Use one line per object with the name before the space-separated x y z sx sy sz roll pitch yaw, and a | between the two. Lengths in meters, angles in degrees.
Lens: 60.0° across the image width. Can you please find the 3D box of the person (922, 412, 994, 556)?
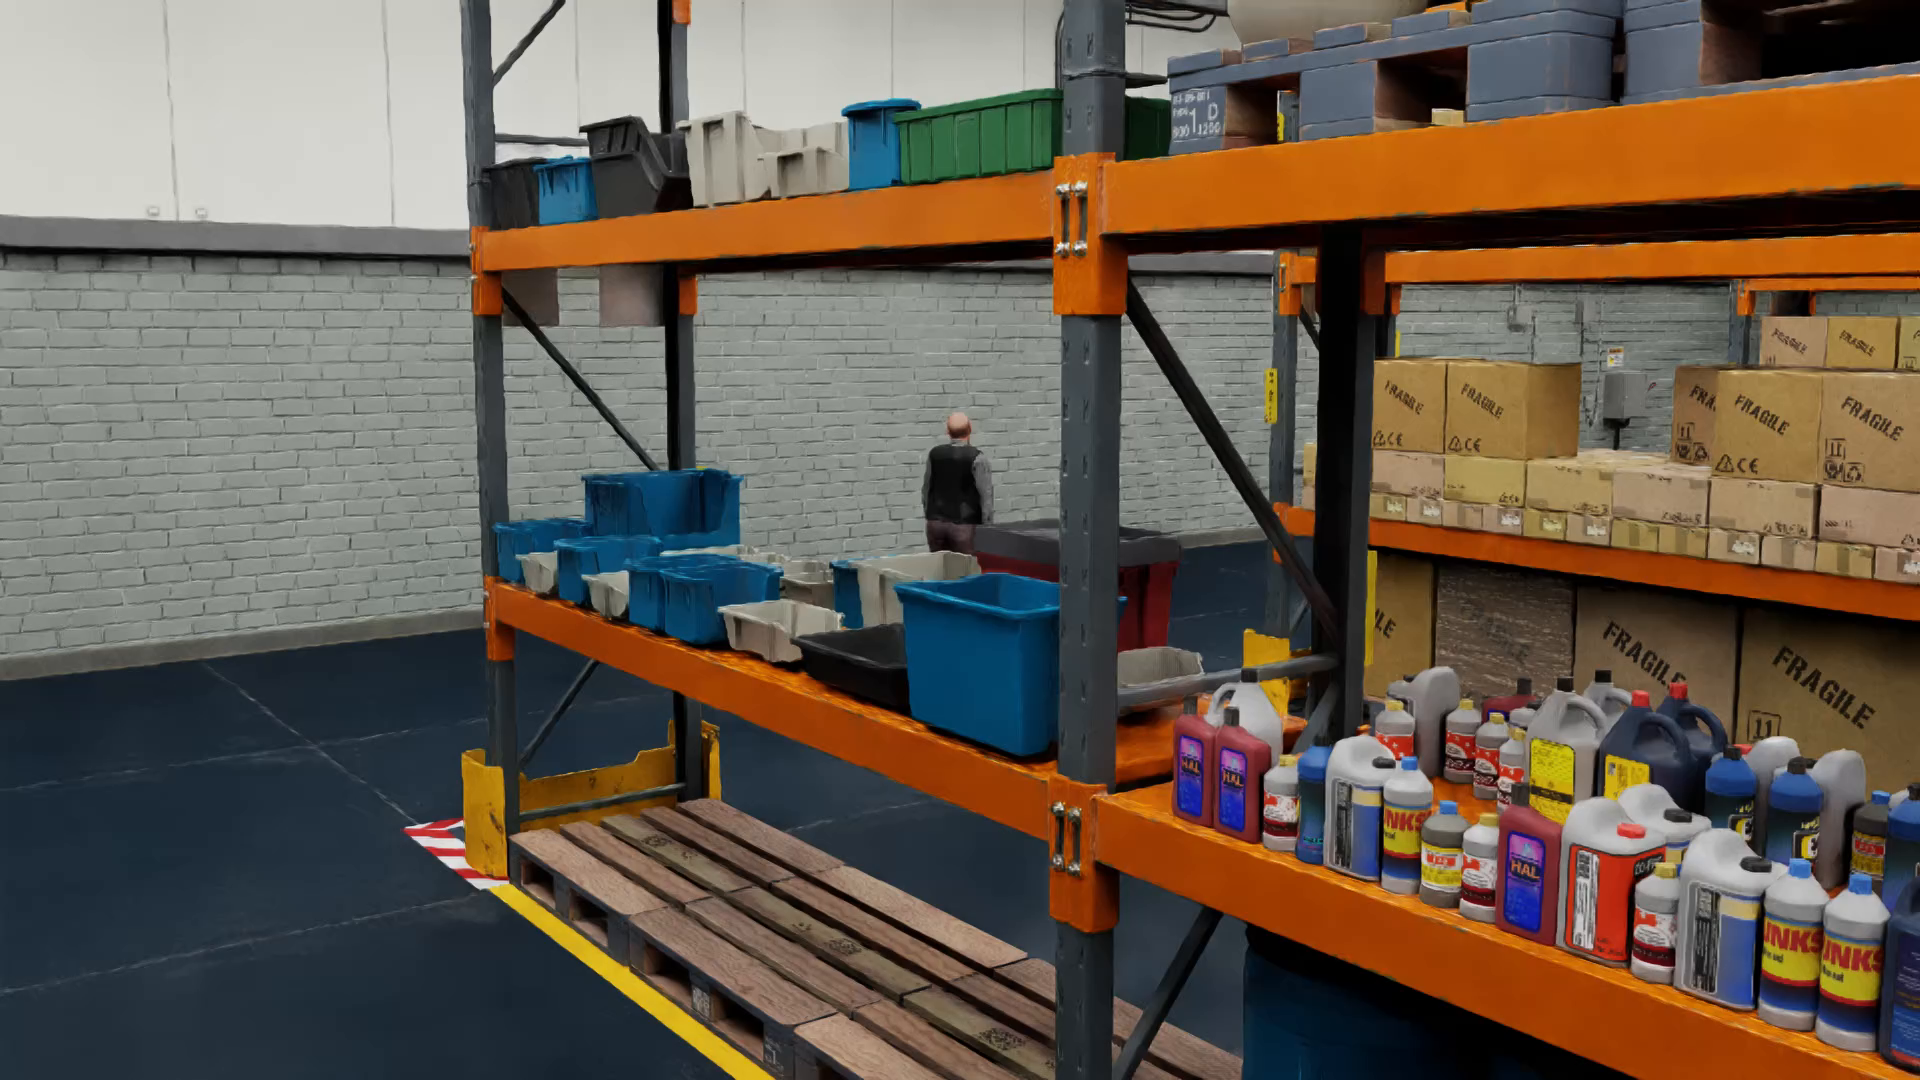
person | 0.006 -0.087 12.330 0.591 1.731 0.470 4 9 26
